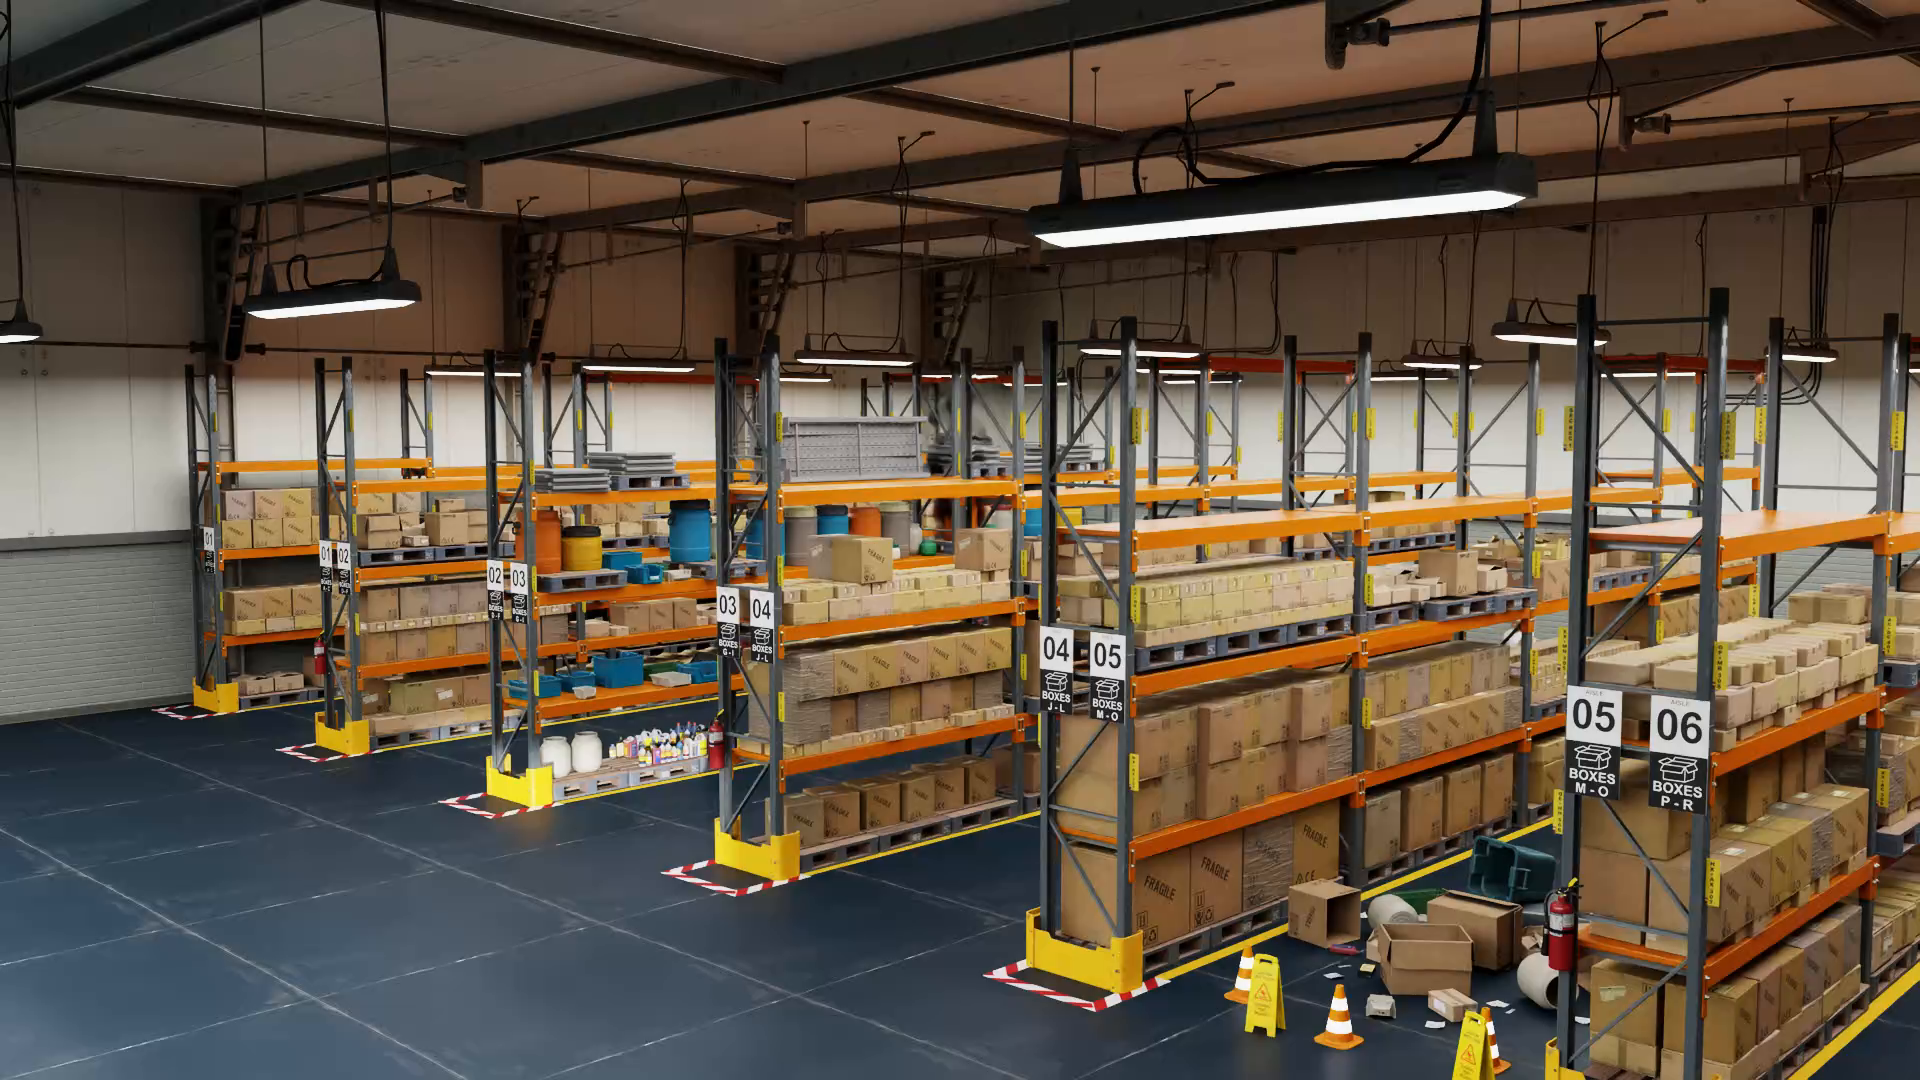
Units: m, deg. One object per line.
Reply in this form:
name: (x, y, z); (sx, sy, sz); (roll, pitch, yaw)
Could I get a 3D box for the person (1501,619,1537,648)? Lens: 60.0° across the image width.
person: (9.658, 2.139, 28.766); (0.658, 1.656, 0.821); (2, 5, 25)

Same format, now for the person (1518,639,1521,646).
person: (8.848, 2.343, 26.128); (0.620, 1.624, 0.890); (3, 5, 35)
